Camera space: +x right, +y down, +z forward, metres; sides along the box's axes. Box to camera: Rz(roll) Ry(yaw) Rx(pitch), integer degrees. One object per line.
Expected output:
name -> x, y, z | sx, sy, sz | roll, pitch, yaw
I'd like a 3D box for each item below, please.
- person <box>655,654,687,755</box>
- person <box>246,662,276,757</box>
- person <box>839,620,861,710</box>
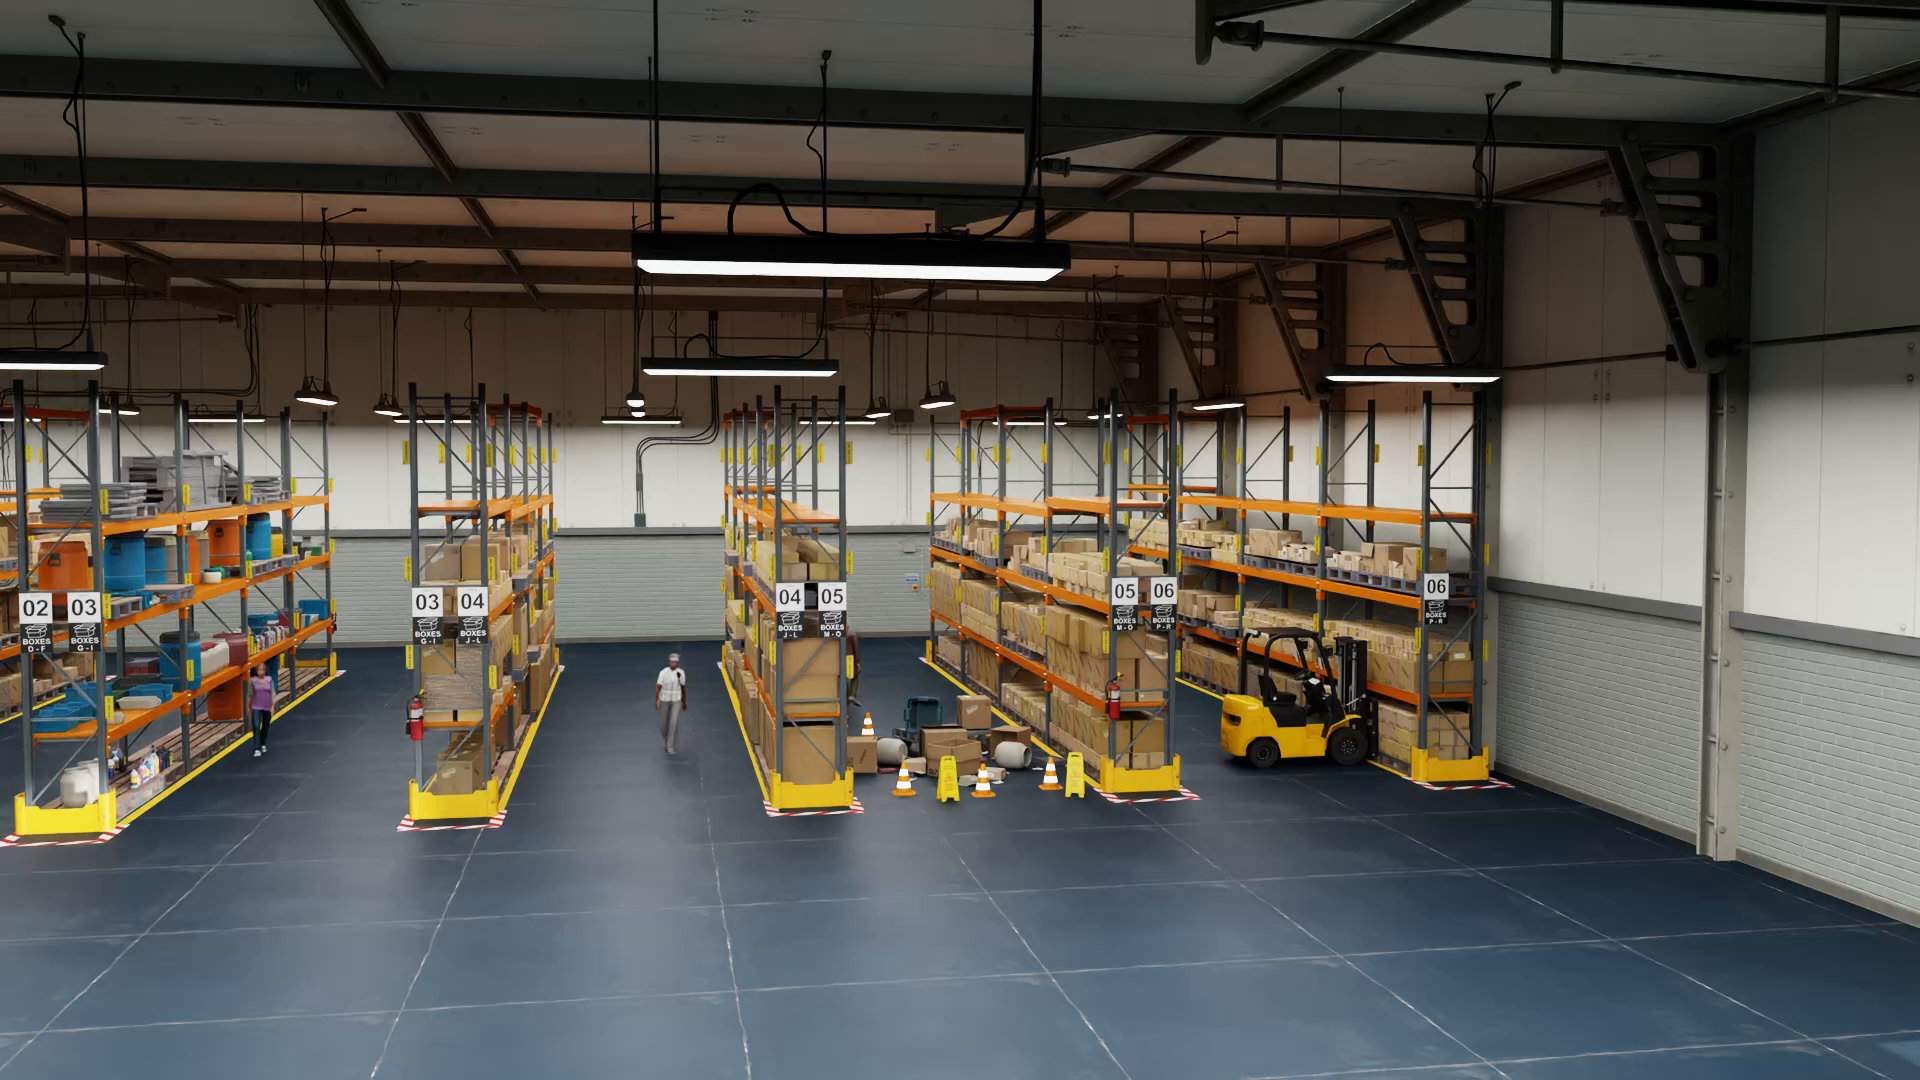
person -> -4.902, 2.757, 28.216 | 0.538, 1.672, 0.764 | -1, 3, -14
person -> -11.594, 2.806, 27.620 | 0.439, 1.543, 0.969 | -2, 4, -35
person -> -2.252, 2.443, 32.790 | 0.600, 1.766, 0.525 | 0, 3, -1
